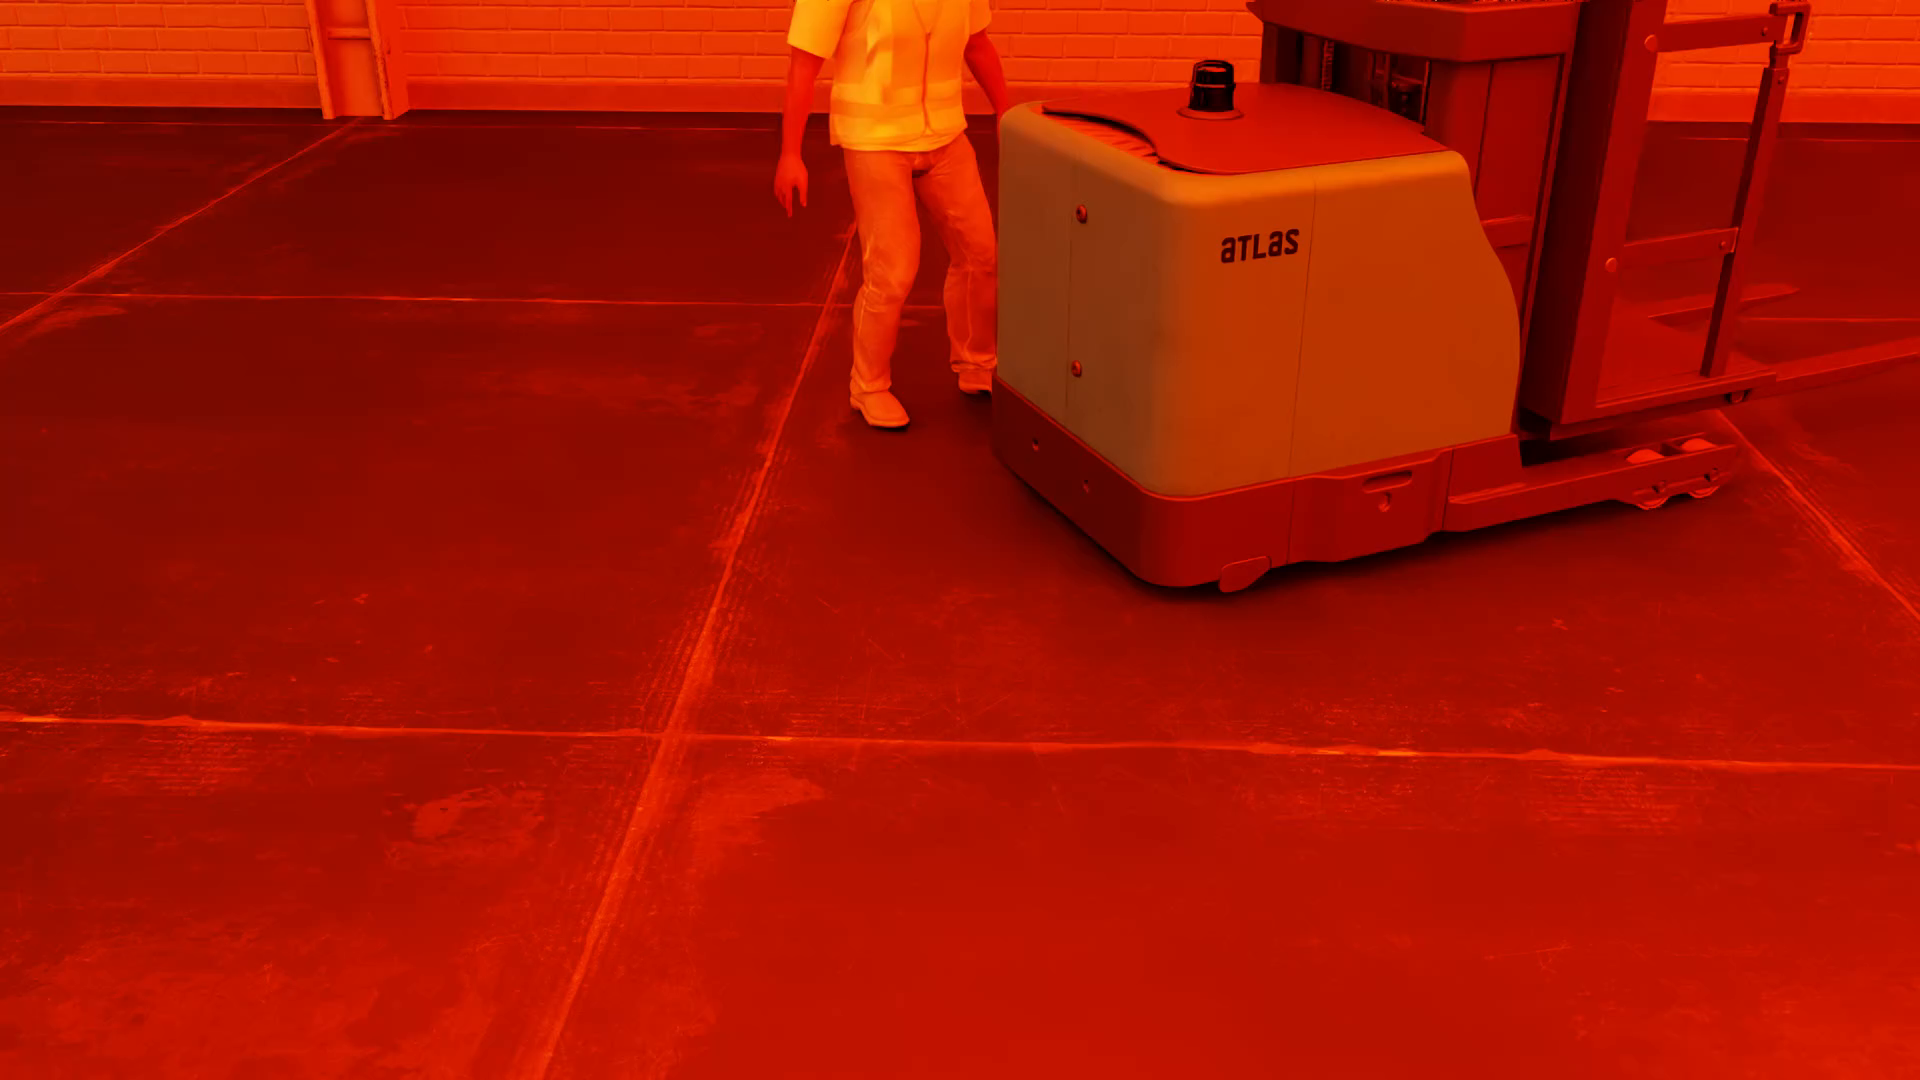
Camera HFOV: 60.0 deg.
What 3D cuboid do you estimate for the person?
[{"bbox_3d":[-0.130,-1.193,4.978,0.850,1.735,0.431,-19,32,-33],"label":"person"}]

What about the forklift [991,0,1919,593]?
[{"bbox_3d":[1.654,-1.602,4.455,3.031,2.935,1.130,-11,28,-21],"label":"forklift"}]
